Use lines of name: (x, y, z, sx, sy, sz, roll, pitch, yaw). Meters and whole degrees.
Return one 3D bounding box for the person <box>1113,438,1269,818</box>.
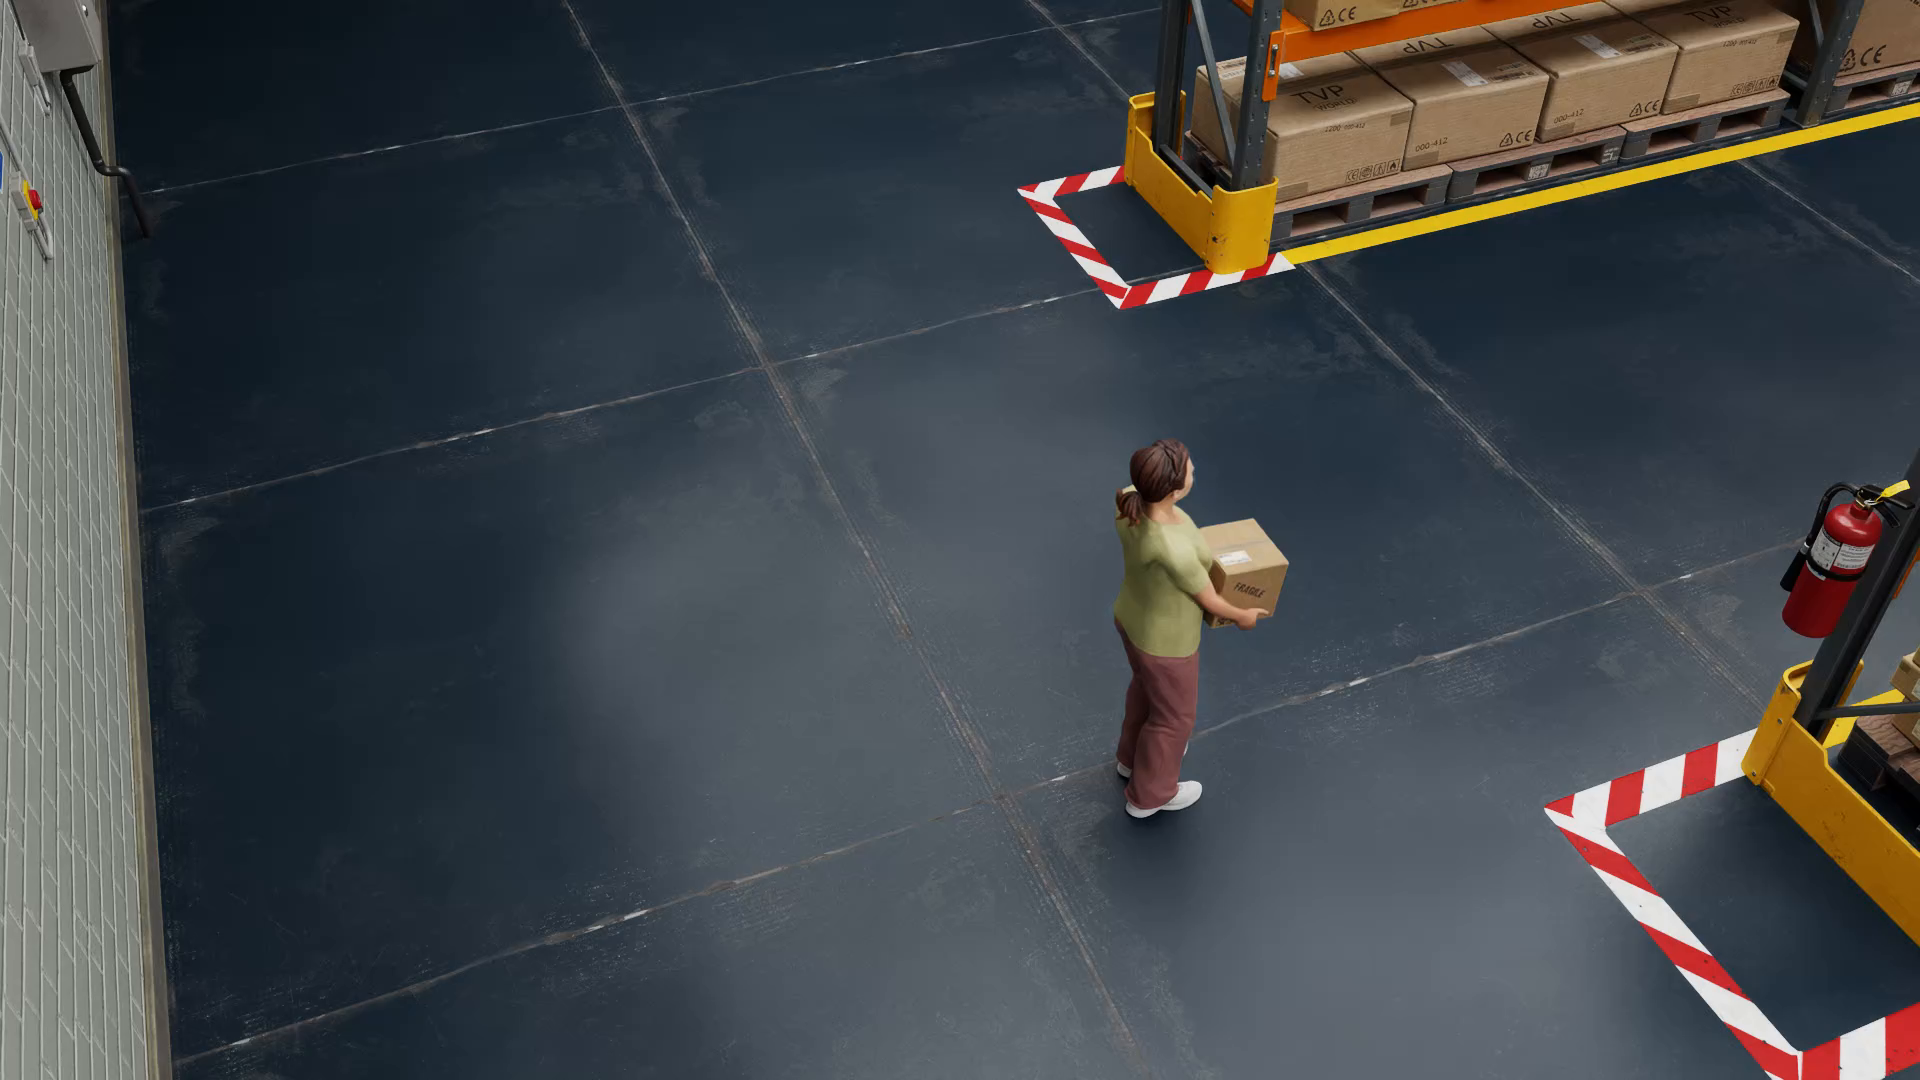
person: (0.762, 0.295, 5.841, 0.551, 1.667, 0.424, -15, 44, -16)
